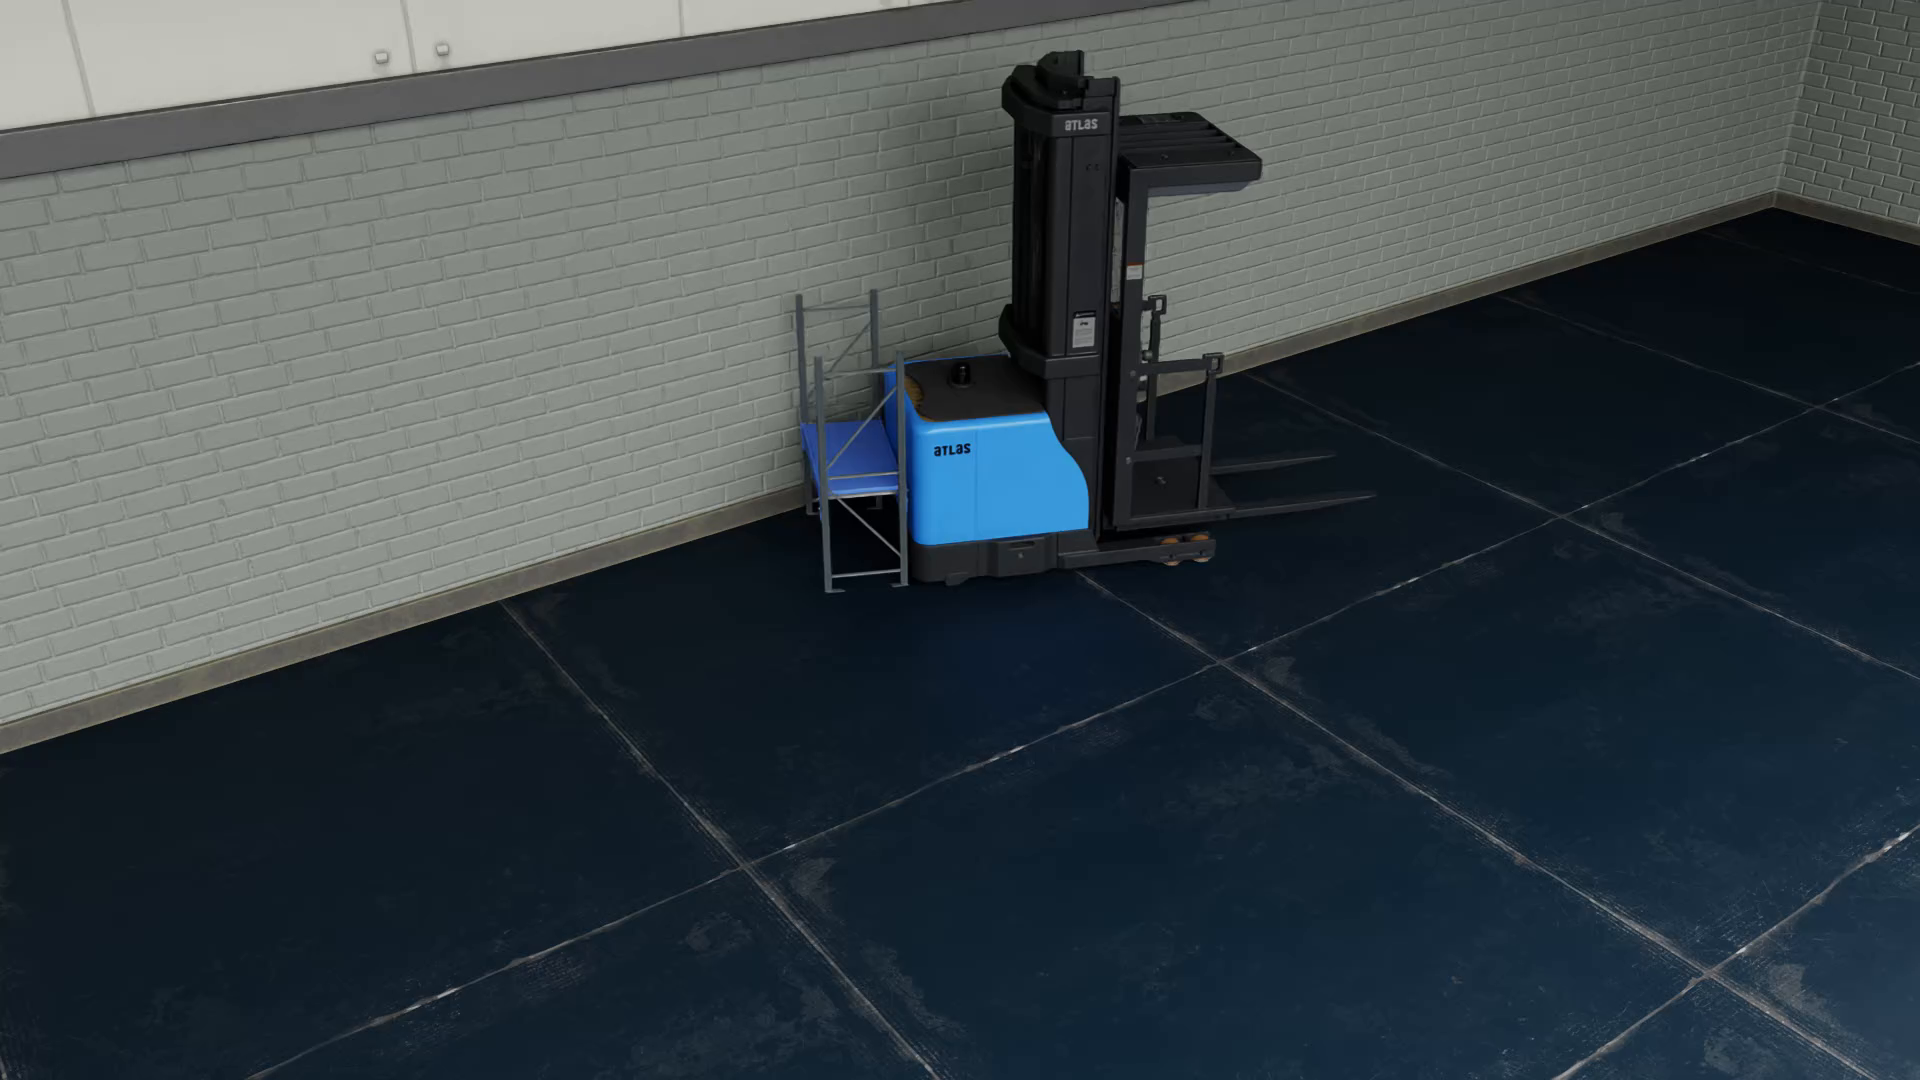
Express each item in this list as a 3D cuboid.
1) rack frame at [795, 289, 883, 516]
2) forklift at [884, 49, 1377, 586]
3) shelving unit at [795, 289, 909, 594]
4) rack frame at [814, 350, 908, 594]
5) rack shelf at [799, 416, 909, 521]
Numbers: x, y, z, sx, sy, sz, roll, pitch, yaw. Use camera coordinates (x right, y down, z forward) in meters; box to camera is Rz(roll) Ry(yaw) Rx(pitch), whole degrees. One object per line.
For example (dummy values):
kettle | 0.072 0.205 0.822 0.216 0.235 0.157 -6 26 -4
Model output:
rack frame | -0.752 -0.846 10.463 0.500 1.500 0.032 -5 29 -10
forklift | 1.093 -1.370 9.928 3.031 2.935 1.130 -6 29 -11
shelving unit | -0.656 -0.608 10.025 0.538 1.500 1.048 -5 29 -10
rack frame | -0.560 -0.370 9.586 0.500 1.500 0.032 -5 29 -10
rack shelf | -0.656 -0.450 10.110 0.538 0.185 1.000 -5 29 -10
